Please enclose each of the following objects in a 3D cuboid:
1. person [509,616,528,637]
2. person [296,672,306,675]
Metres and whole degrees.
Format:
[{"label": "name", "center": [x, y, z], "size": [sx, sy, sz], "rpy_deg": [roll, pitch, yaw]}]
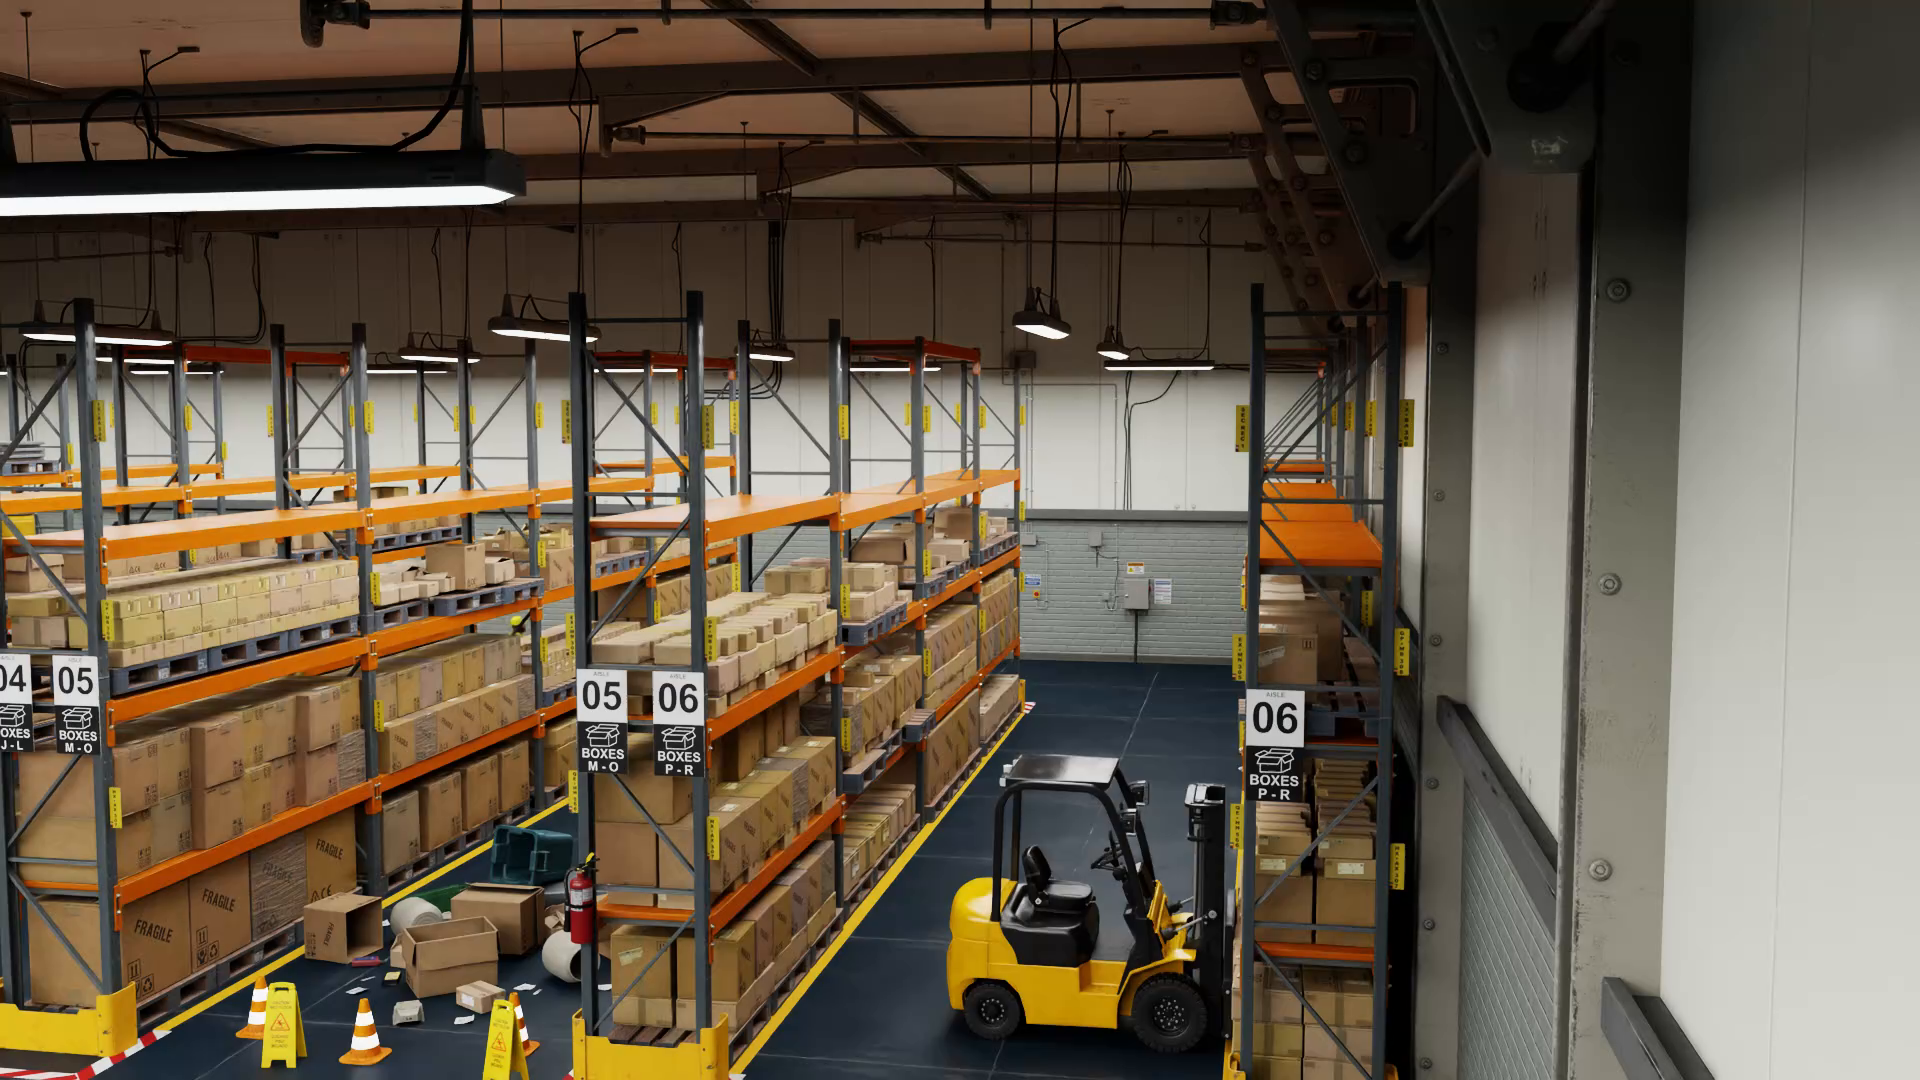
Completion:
[{"label": "person", "center": [-7.189, 2.105, 26.987], "size": [0.583, 1.750, 0.482], "rpy_deg": [3, 5, 29]}, {"label": "person", "center": [-8.576, 2.615, 21.357], "size": [0.584, 1.848, 0.548], "rpy_deg": [0, 5, -5]}]
